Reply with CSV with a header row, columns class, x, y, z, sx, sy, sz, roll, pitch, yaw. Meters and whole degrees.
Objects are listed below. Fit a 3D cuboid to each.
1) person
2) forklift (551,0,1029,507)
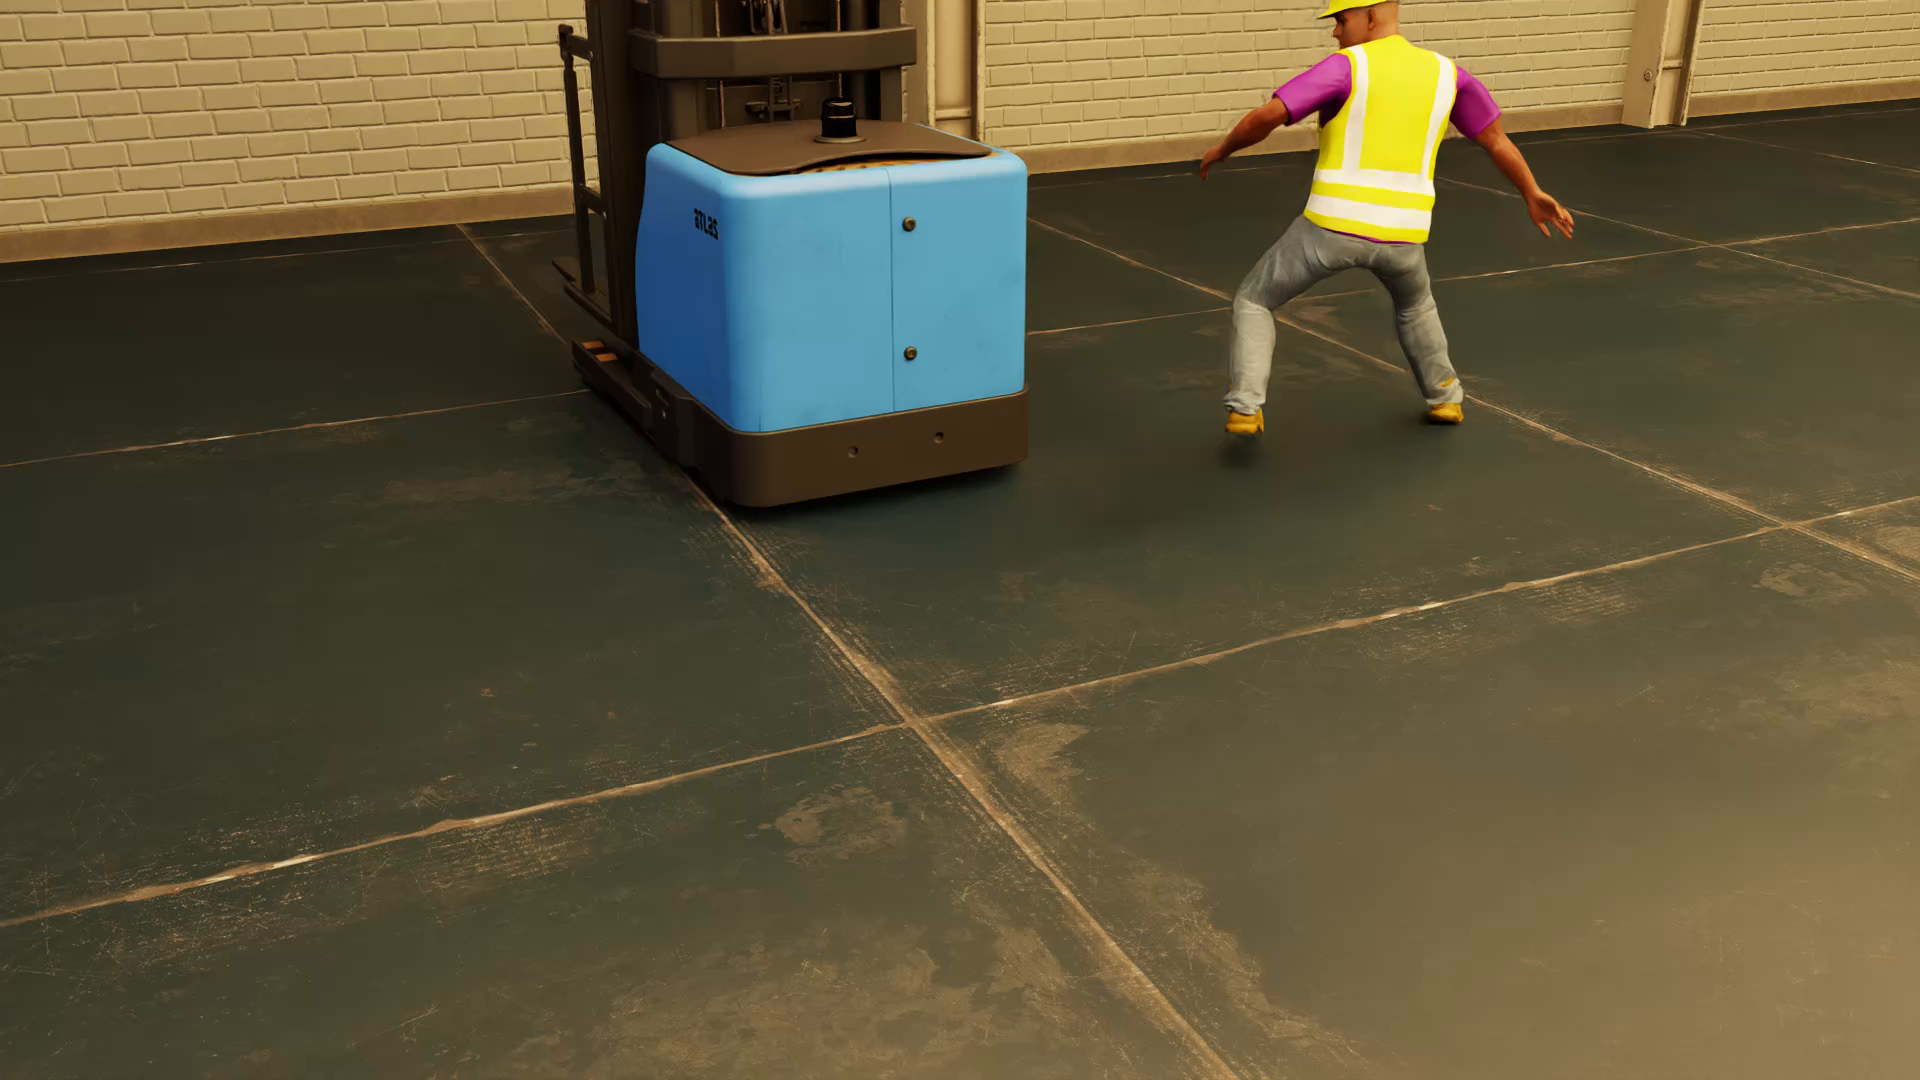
class,x,y,z,sx,sy,sz,roll,pitch,yaw
person,1.440,-1.077,5.735,1.194,1.705,0.547,-3,23,-7
forklift,-0.888,-1.983,6.059,1.130,2.935,3.031,-11,25,-25
